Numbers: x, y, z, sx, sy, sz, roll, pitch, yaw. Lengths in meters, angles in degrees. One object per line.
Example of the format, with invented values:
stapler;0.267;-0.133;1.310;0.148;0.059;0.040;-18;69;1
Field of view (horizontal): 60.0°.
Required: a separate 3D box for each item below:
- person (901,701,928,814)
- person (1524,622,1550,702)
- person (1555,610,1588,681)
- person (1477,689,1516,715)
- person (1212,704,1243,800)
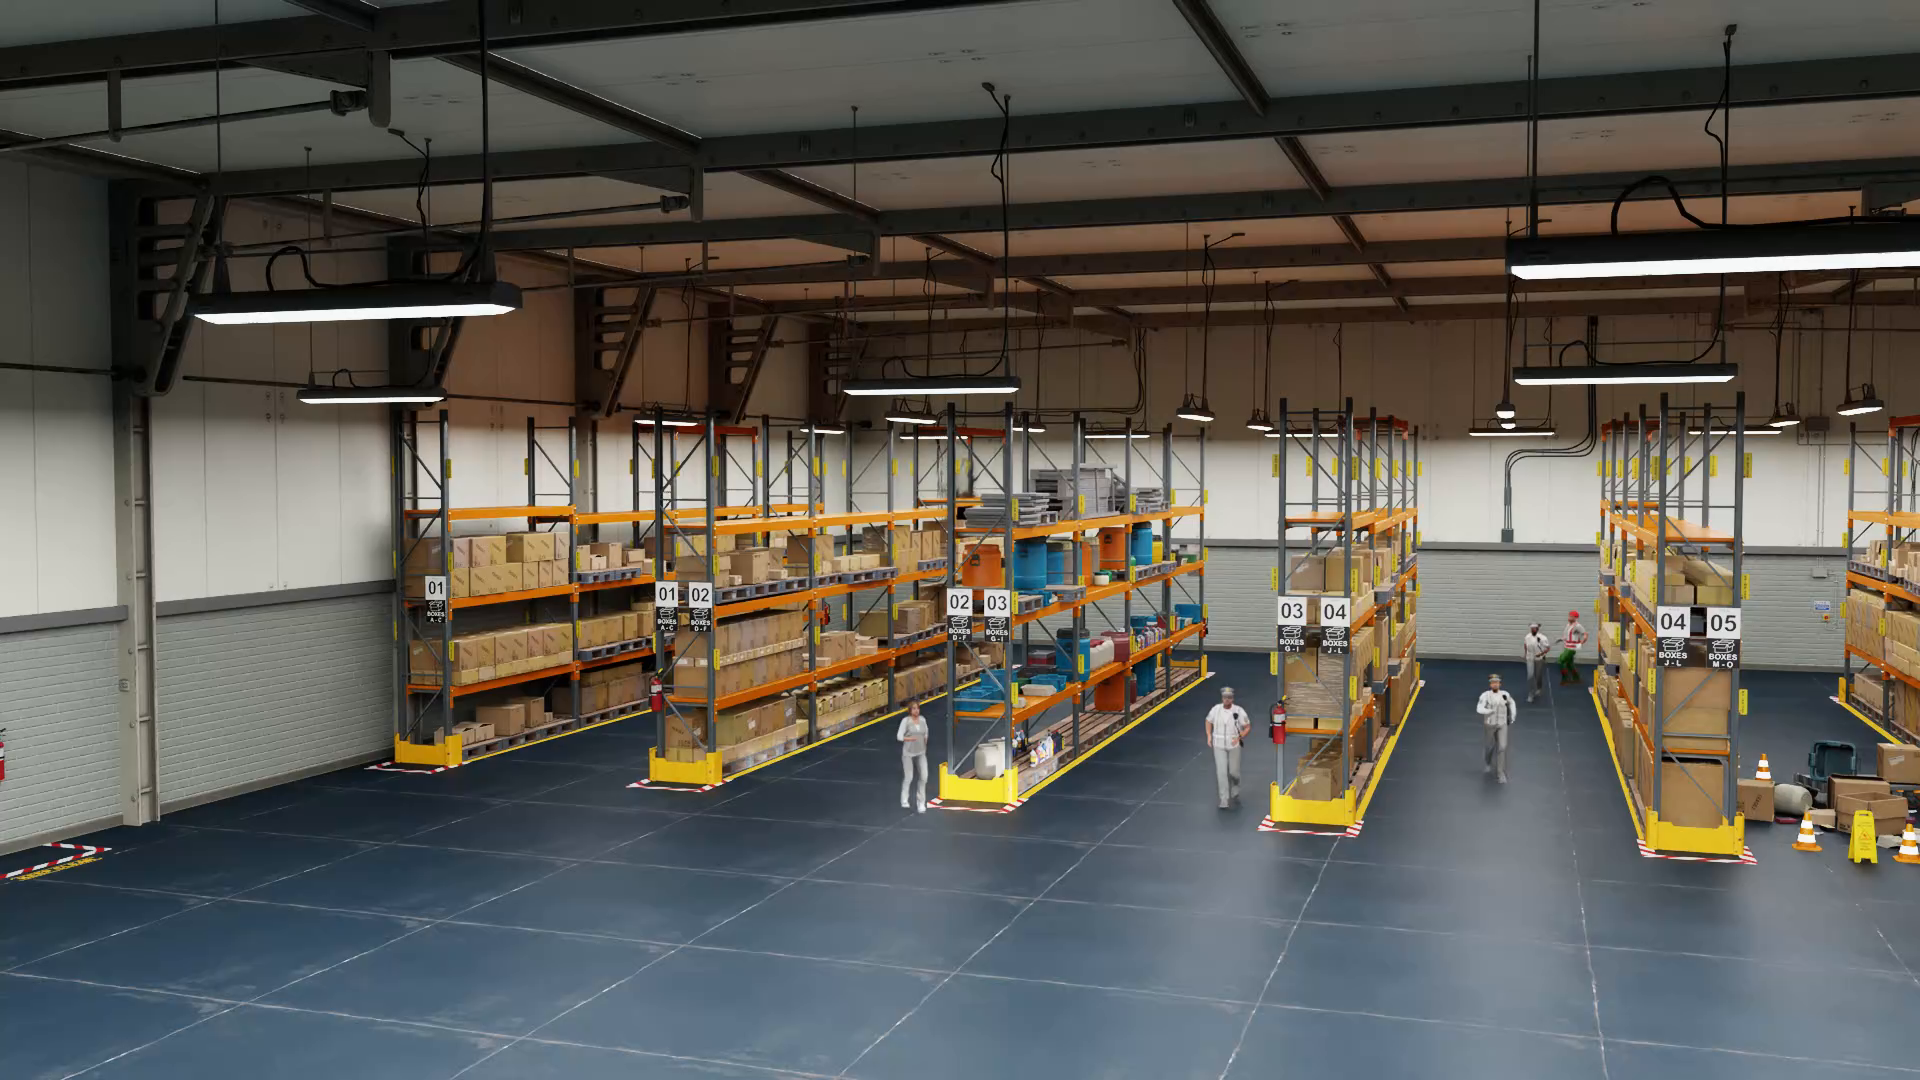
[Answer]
person;-0.632;3.169;24.261;0.427;1.652;0.630;-1;3;-20
person;12.471;2.617;35.955;0.574;1.737;0.810;1;3;30
person;14.000;2.428;38.092;0.661;1.642;0.718;0;2;-1
person;8.658;2.662;26.821;0.621;0.467;0.506;1;3;13
person;4.001;3.150;24.799;0.456;1.424;0.617;1;3;16
